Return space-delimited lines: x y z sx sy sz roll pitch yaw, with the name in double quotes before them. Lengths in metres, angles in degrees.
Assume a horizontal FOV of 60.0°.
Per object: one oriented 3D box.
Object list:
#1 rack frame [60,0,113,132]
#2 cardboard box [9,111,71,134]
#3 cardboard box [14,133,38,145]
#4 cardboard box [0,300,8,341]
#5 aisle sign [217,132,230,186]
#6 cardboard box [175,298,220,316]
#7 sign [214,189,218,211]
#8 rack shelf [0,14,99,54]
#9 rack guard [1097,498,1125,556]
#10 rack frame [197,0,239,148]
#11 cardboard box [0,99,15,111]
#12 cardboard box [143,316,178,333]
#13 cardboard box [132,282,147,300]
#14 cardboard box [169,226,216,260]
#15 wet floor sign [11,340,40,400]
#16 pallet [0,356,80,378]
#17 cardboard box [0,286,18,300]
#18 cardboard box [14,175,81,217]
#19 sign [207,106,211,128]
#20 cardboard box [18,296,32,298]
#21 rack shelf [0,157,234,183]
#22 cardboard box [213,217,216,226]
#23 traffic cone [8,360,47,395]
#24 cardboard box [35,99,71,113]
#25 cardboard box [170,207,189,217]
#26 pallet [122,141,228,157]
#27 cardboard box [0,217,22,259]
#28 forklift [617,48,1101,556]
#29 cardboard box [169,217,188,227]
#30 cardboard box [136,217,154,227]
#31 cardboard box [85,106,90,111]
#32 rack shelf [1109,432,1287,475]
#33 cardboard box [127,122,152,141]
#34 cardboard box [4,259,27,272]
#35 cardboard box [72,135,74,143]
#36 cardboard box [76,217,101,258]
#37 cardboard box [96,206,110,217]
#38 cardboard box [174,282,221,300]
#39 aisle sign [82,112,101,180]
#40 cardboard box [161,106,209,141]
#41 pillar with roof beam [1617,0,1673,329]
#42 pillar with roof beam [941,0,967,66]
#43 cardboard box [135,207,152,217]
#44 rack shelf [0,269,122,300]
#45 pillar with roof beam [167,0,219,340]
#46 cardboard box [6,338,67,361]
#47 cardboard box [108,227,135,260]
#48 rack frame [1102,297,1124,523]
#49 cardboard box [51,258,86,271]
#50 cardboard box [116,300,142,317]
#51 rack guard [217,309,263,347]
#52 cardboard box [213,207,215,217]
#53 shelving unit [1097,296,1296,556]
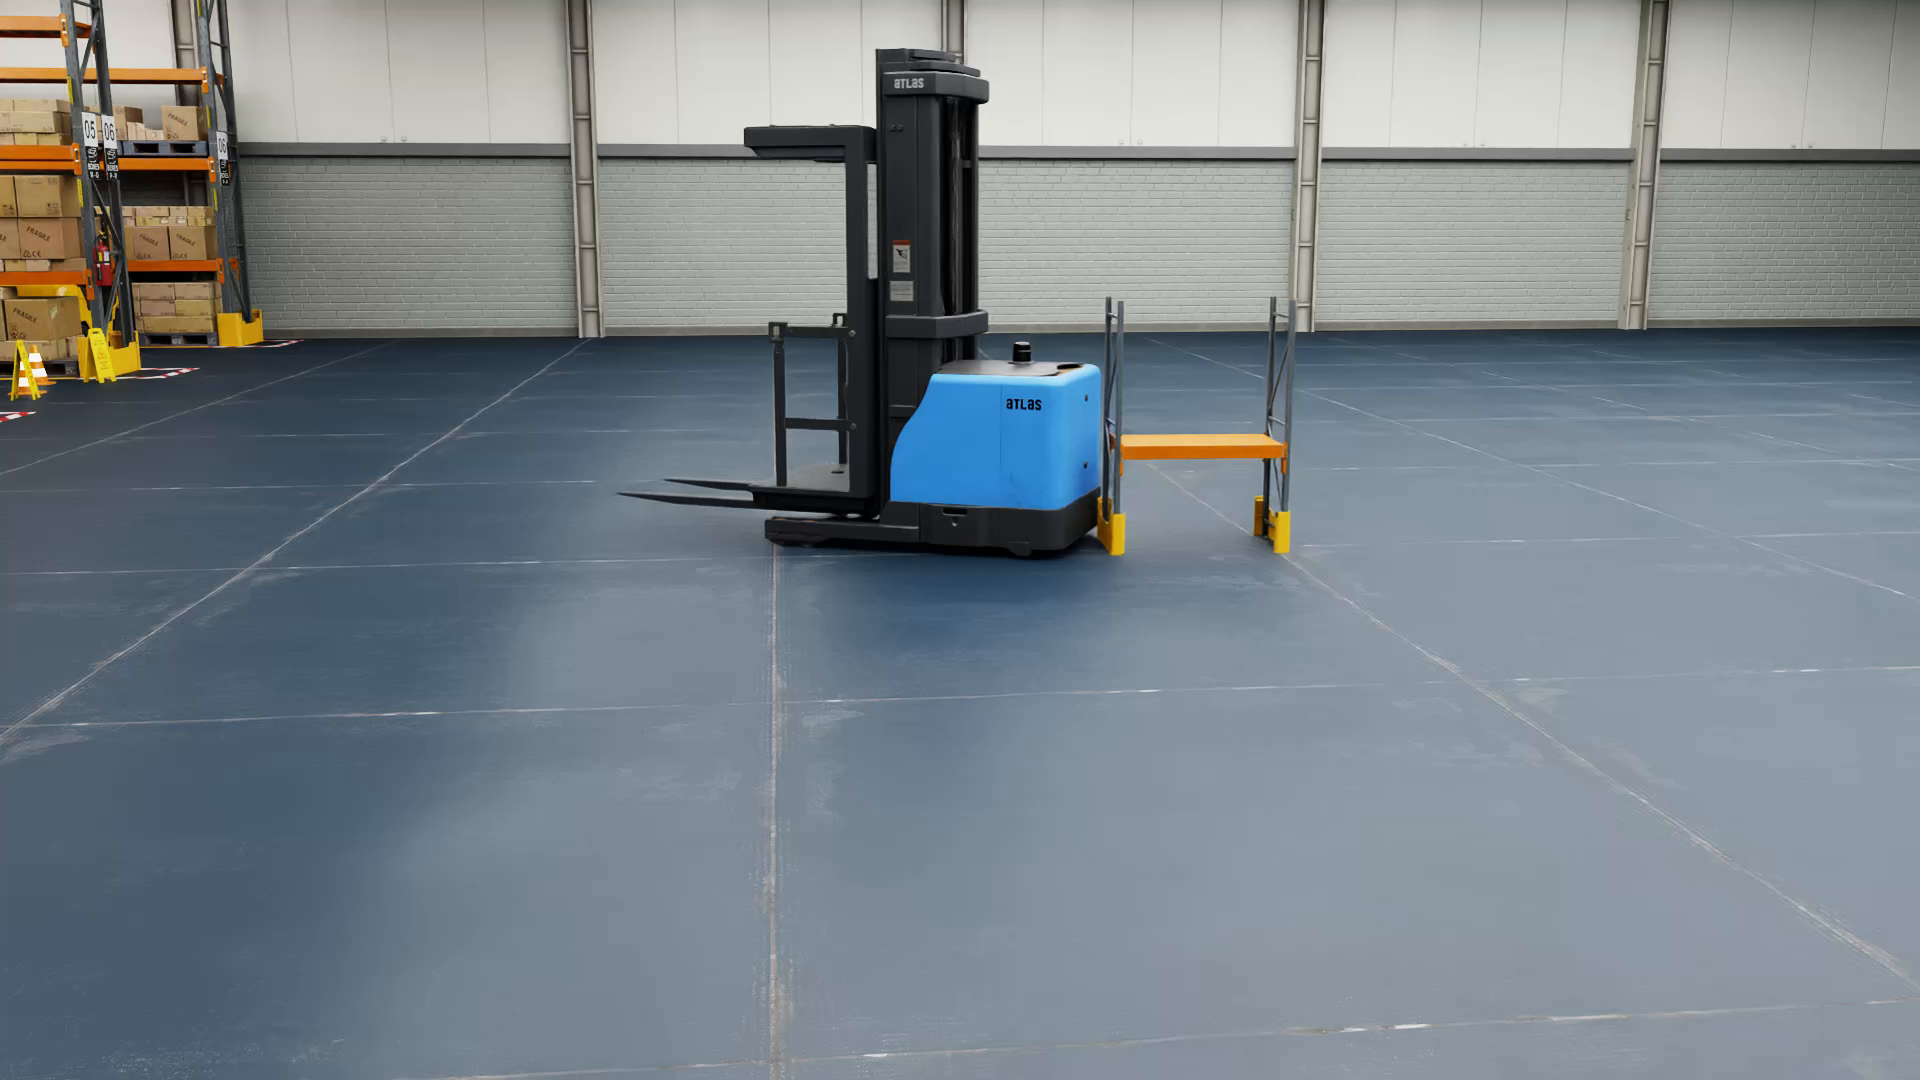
"rack frame" -10.695 -6.528 20.247 0.127 3.000 1.000 -1 11 -6
"cardboard box" -11.175 -5.067 20.205 0.500 0.250 0.500 -1 11 -7
"cardboard box" -11.263 -4.861 20.192 0.250 0.149 0.380 -1 11 -6
"cardboard box" -11.982 -2.731 20.580 0.500 0.500 0.500 -1 11 -4
"aisle sign" -11.138 -5.757 25.137 0.004 0.787 0.394 -1 11 -6
"cardboard box" -11.685 -3.569 25.488 0.500 0.250 0.500 -1 11 -7
"sign" -11.190 -5.117 25.002 0.005 0.325 0.100 -1 11 -6
"rack shelf" -12.683 -6.132 20.105 4.000 0.370 1.077 -1 11 -6
"rack guard" 0.921 -0.086 10.159 0.087 0.250 0.587 -1 11 -4
"rack frame" -11.235 -7.480 25.089 0.127 3.000 1.000 -1 11 -6
"cardboard box" -11.511 -5.254 20.125 0.250 0.149 0.380 -1 11 -7
"cardboard box" -12.163 -3.314 25.491 0.500 0.250 0.500 -1 11 -6
"cardboard box" -12.666 -3.790 25.320 0.500 0.250 0.500 -1 11 -5
"cardboard box" -11.696 -4.525 25.350 0.500 0.500 0.500 -1 11 -7
"wet floor sign" -10.245 -1.863 18.170 0.232 0.644 0.267 -3 12 -16
"pallet" -11.582 -2.205 21.035 1.213 0.211 1.003 -1 11 -6
"cardboard box" -11.821 -3.041 20.472 0.250 0.149 0.380 -1 11 -4
"cardboard box" -11.179 -4.218 20.424 0.500 0.500 0.700 -1 11 -7
"sign" -11.190 -6.300 24.770 0.005 0.325 0.100 -1 11 -6
"cardboard box" -12.070 -2.833 21.100 0.500 0.500 0.500 -2 11 -8
"rack shelf" -13.223 -5.614 25.236 4.000 0.370 1.077 -1 11 -6
"cardboard box" -11.600 -4.947 25.812 0.250 0.149 0.380 -1 11 -8
"traffic cone" -10.525 -1.878 18.720 0.334 0.463 0.336 -1 11 -6
"cardboard box" -10.999 -5.261 20.160 0.250 0.149 0.380 -1 11 -6
"cardboard box" -11.810 -4.991 25.267 0.250 0.149 0.380 -1 11 -6
"pallet" -11.940 -5.955 25.337 1.213 0.211 1.003 -1 11 -6
"cardboard box" -11.703 -3.706 20.413 0.500 0.500 0.500 -1 11 -6
"forklift" -0.682 -1.490 10.348 3.031 2.935 1.130 4 12 18
"cardboard box" -11.800 -4.832 25.229 0.250 0.149 0.380 -1 11 -5
"cardboard box" -12.312 -4.835 25.246 0.250 0.149 0.380 -1 11 -6
"cardboard box" -13.263 -6.251 24.998 0.637 0.503 0.797 -1 11 -4
"rack shelf" 1.427 -0.529 10.106 1.000 0.185 0.538 -1 11 -4
"cardboard box" -12.278 -6.117 24.930 0.258 0.266 0.396 -1 11 -6
"cardboard box" -11.541 -3.385 20.461 0.250 0.149 0.380 -1 11 -7
"cardboard box" -11.060 -4.989 20.842 0.250 0.149 0.380 -1 11 -6
"cardboard box" -11.196 -3.823 21.008 0.500 0.500 0.500 -1 11 -7
"cardboard box" -12.826 -4.956 25.090 0.250 0.149 0.380 -1 11 -5
"cardboard box" -11.659 -3.815 25.443 0.500 0.250 0.500 -1 11 -4
"aisle sign" -10.602 -4.806 20.299 0.004 0.787 0.394 -1 11 -6
"cardboard box" -11.648 -6.257 25.034 0.500 0.500 0.500 -1 11 -4
"pillar with roof beam" 12.300 -7.313 24.238 0.400 9.000 9.100 -1 11 -6
"pillar with roof beam" 0.371 -7.063 22.966 0.400 9.000 9.100 -1 11 -6
"cardboard box" -12.323 -4.989 25.259 0.250 0.149 0.380 -1 11 -6
"rack shelf" -12.683 -3.190 20.683 4.000 0.370 1.077 -1 11 -6
"pillar with roof beam" -11.559 -6.813 21.695 0.400 9.000 9.100 -1 11 -6
"cardboard box" -11.493 -2.373 20.700 0.500 0.250 0.500 -1 11 -6
"cardboard box" -12.722 -4.505 25.249 0.500 0.500 0.500 -1 11 -7
"rack frame" 0.920 -0.700 10.038 0.032 1.500 0.500 -1 11 -4
"cardboard box" -11.044 -3.413 20.602 0.250 0.149 0.380 -1 11 -4
"cardboard box" -12.696 -3.545 25.370 0.500 0.250 0.500 -1 11 -7
"rack guard" -11.211 -3.310 25.911 0.348 0.500 1.175 -1 11 -6
"cardboard box" -11.592 -5.084 25.739 0.250 0.149 0.380 -1 11 -7
"shelving unit" 1.418 -0.706 10.070 1.083 1.500 0.587 -1 11 -4
